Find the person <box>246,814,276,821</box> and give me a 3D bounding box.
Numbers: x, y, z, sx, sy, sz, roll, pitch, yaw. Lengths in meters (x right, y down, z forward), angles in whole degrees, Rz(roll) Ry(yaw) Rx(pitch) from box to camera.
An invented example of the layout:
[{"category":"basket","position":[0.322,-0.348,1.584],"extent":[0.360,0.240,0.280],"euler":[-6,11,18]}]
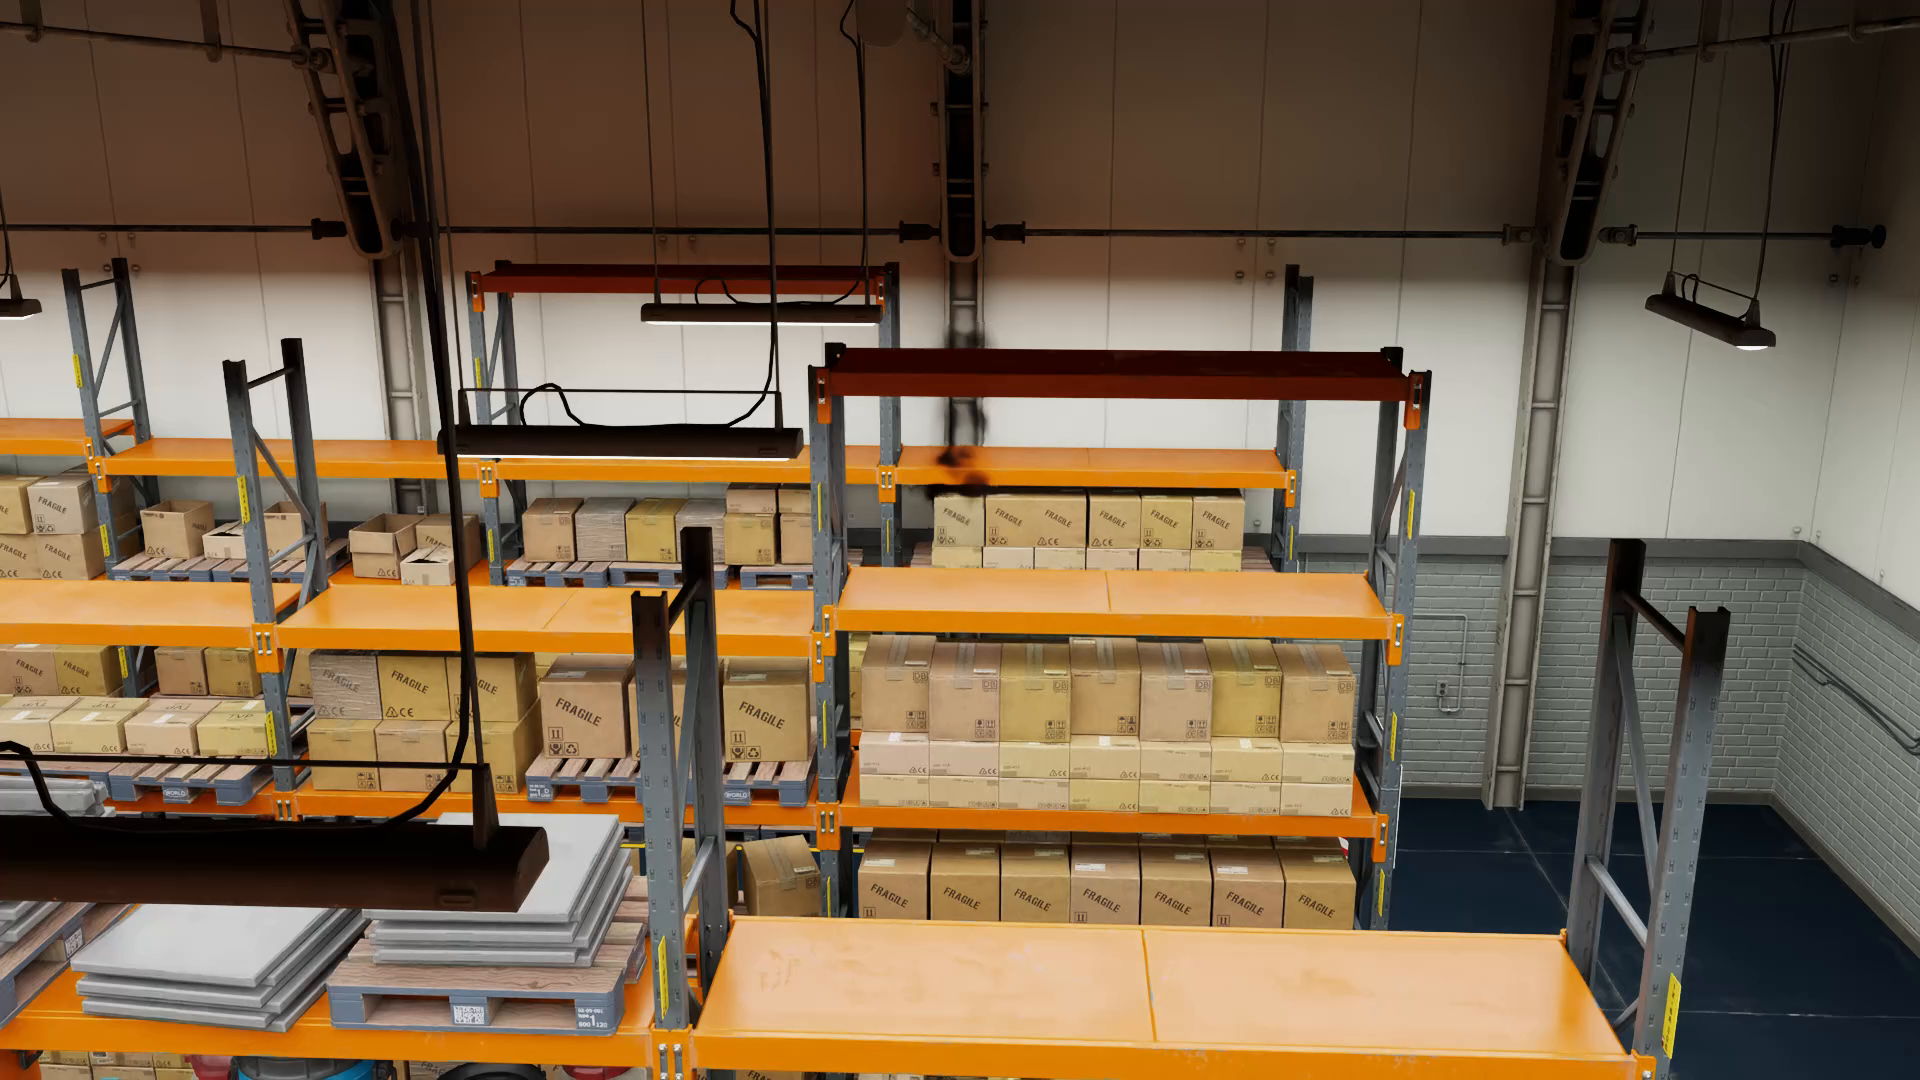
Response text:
[{"category":"person","position":[-6.578,2.797,15.984],"extent":[0.829,1.715,0.643],"euler":[-4,17,-12]}]
